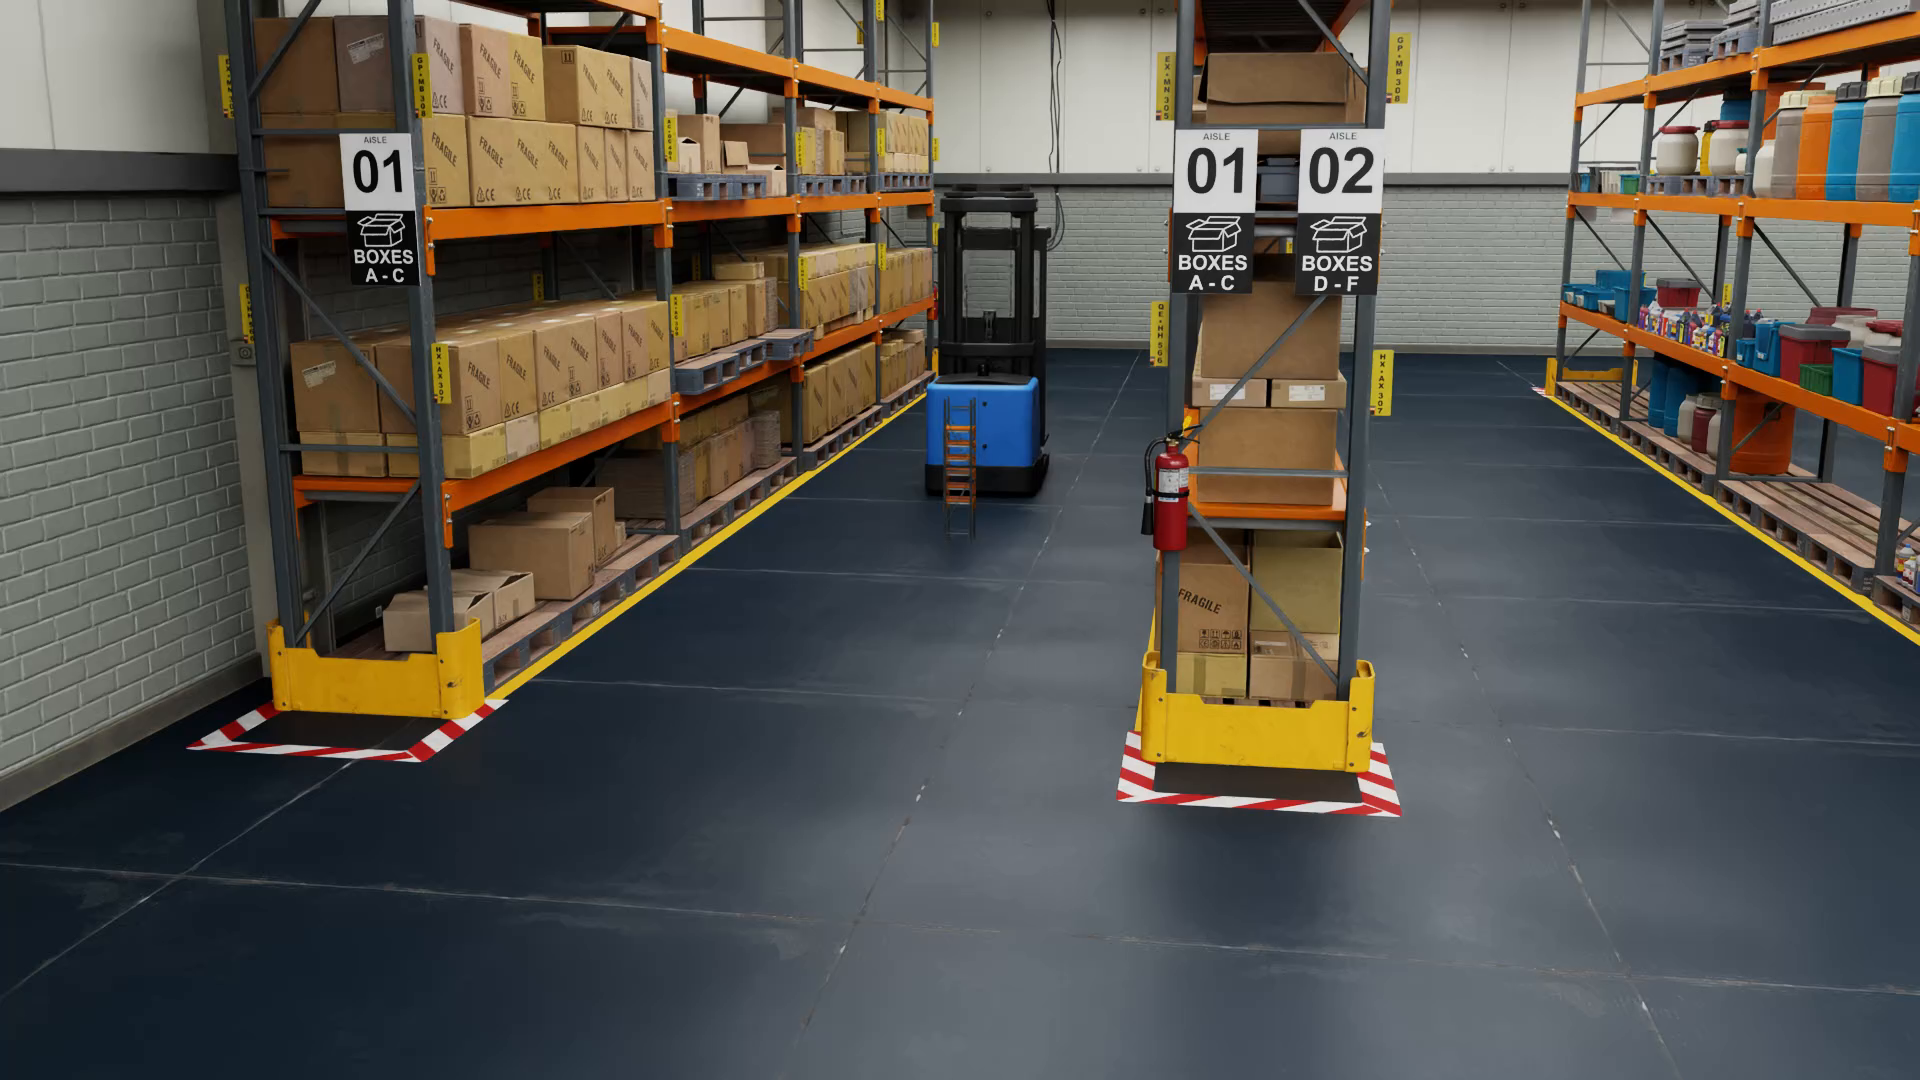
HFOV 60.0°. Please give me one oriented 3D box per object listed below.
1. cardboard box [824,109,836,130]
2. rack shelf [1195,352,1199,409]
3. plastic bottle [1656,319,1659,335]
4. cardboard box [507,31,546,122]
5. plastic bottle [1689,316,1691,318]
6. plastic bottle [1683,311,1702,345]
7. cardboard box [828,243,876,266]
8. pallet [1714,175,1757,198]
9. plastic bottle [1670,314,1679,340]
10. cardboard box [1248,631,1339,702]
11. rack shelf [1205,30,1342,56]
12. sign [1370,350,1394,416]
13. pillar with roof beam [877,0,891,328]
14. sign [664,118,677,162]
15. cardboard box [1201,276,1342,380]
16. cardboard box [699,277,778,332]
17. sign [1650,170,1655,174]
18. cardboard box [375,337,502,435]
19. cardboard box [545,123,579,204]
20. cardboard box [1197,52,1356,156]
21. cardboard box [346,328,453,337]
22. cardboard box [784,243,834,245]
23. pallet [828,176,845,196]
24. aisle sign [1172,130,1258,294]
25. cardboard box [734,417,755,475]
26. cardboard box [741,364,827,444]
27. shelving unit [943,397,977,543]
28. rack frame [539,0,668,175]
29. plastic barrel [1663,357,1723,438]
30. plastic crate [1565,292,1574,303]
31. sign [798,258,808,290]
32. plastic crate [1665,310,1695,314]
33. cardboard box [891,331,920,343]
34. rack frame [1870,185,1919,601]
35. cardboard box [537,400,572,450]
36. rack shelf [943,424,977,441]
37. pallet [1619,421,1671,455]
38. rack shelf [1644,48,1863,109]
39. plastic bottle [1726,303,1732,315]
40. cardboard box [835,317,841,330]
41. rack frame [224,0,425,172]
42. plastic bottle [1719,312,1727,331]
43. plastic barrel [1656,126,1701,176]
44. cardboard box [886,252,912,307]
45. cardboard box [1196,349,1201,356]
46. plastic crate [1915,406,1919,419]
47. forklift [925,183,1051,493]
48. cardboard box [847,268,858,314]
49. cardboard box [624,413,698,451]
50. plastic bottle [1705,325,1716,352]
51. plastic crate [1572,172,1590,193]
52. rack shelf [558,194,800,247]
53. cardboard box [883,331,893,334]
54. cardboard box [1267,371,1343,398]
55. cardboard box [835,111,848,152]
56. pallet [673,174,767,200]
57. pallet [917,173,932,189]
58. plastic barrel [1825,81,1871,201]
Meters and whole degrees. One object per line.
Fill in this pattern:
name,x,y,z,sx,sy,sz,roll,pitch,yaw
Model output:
cardboard box,-1.769,-4.913,19.489,0.500,0.250,0.500,3,12,13
rack shelf,2.468,-1.235,14.310,1.077,0.370,4.000,2,12,9
plastic bottle,7.706,-2.353,18.263,0.097,0.201,0.097,0,12,0
cardboard box,-2.856,-2.793,10.055,0.500,0.500,0.500,2,12,10
plastic bottle,7.595,-2.185,17.287,0.061,0.283,0.133,2,12,9
plastic bottle,7.552,-2.185,17.129,0.144,0.351,0.185,2,12,9
cardboard box,-1.323,-3.460,20.158,0.500,0.250,0.500,2,12,10
pallet,7.884,-3.371,15.846,1.003,0.211,1.213,2,12,9
plastic bottle,7.614,-2.263,17.679,0.097,0.271,0.097,0,12,0
cardboard box,1.848,0.697,9.168,0.500,0.250,0.500,2,12,9
rack shelf,2.468,-3.972,13.720,1.077,0.370,4.000,2,12,9
sign,2.093,-0.780,8.250,0.100,0.325,0.005,2,12,9
pillar with roof beam,2.925,-7.211,26.093,9.100,9.000,0.400,2,12,9
sign,-2.197,-3.033,12.599,0.100,0.325,0.005,2,12,9
cardboard box,1.638,-1.128,8.791,0.700,0.500,0.500,2,12,9
cardboard box,-2.182,-2.328,16.395,0.700,0.500,0.500,0,12,2
sign,9.446,-4.907,22.773,0.100,0.325,0.005,2,12,9
cardboard box,-2.980,-0.890,9.530,0.500,0.500,0.500,2,12,9
cardboard box,-2.796,-2.415,10.673,0.500,0.500,0.500,3,12,12
cardboard box,1.638,-2.247,8.607,0.797,0.503,0.637,3,12,13
cardboard box,-3.400,-1.010,10.086,0.500,0.500,0.500,2,12,9
cardboard box,-1.833,-3.478,20.243,0.500,0.250,0.500,2,12,10
pallet,-1.904,-3.905,18.322,1.003,0.211,1.213,2,12,11
aisle sign,1.245,-1.604,8.145,0.394,0.787,0.004,2,12,9
cardboard box,-2.373,-0.900,15.941,0.700,0.500,0.500,2,12,9
cardboard box,-1.877,-1.466,17.780,0.750,0.750,0.750,2,12,8
shelving unit,-0.002,-0.584,13.853,0.258,1.200,0.189,2,12,9
rack frame,-2.735,-4.262,12.411,1.000,3.000,0.127,2,12,9
plastic barrel,8.075,-1.593,18.251,0.600,0.901,0.708,2,12,9
plastic crate,8.406,-3.302,22.680,0.250,0.136,0.298,2,12,9
sign,-1.582,-2.674,16.721,0.100,0.325,0.005,2,12,9
plastic crate,8.498,-2.667,19.731,0.396,0.136,0.243,2,12,9
cardboard box,-0.776,-2.893,23.696,0.380,0.149,0.250,2,12,10
rack frame,7.054,-1.009,11.554,1.000,3.000,0.127,2,12,9
cardboard box,-2.811,-0.739,10.612,0.500,0.250,0.500,2,12,8
rack shelf,-0.002,-0.892,13.787,0.258,0.103,0.180,2,12,9
pallet,8.125,-1.152,18.836,1.003,0.211,1.213,2,12,9
rack shelf,7.977,-4.643,16.835,1.077,0.370,4.000,2,12,9
plastic bottle,8.438,-2.410,18.171,0.144,0.351,0.185,2,12,9
cardboard box,-1.568,-2.484,18.951,0.380,0.149,0.250,2,12,10
rack frame,-3.350,-3.430,8.548,1.000,3.000,0.127,2,12,9
plastic bottle,8.284,-2.338,18.026,0.097,0.271,0.097,0,12,0
plastic barrel,7.956,-4.311,18.436,0.433,0.535,0.433,0,12,0
cardboard box,-1.185,-3.558,22.669,0.980,0.700,0.700,1,12,6
cardboard box,1.614,-1.059,10.008,0.380,0.149,0.250,2,12,10
plastic crate,6.848,-0.874,11.074,0.767,0.338,0.504,2,12,9
forklift,0.351,-2.146,16.996,1.130,2.935,3.031,1,12,7
cardboard box,-1.481,-2.884,19.265,0.500,0.500,0.500,2,12,9
cardboard box,-2.574,-0.935,14.321,0.500,0.250,0.500,2,12,7
plastic bottle,7.411,-1.988,16.406,0.097,0.271,0.097,0,12,0
plastic crate,8.565,-4.838,22.513,0.497,0.269,0.590,2,12,9
rack shelf,-2.427,-2.861,14.735,1.077,0.370,4.000,2,12,9
cardboard box,-1.154,-2.906,23.755,0.380,0.149,0.250,2,12,9
cardboard box,1.856,-0.833,8.962,0.380,0.149,0.250,2,12,7
cardboard box,-1.628,-5.162,21.047,0.500,0.500,0.500,2,12,8
pallet,-2.378,-3.045,14.330,1.213,0.211,1.003,2,12,9
pallet,-0.993,-5.096,23.610,1.003,0.211,1.213,2,12,9
plastic barrel,7.119,-3.105,12.972,0.600,0.901,0.708,2,12,9
